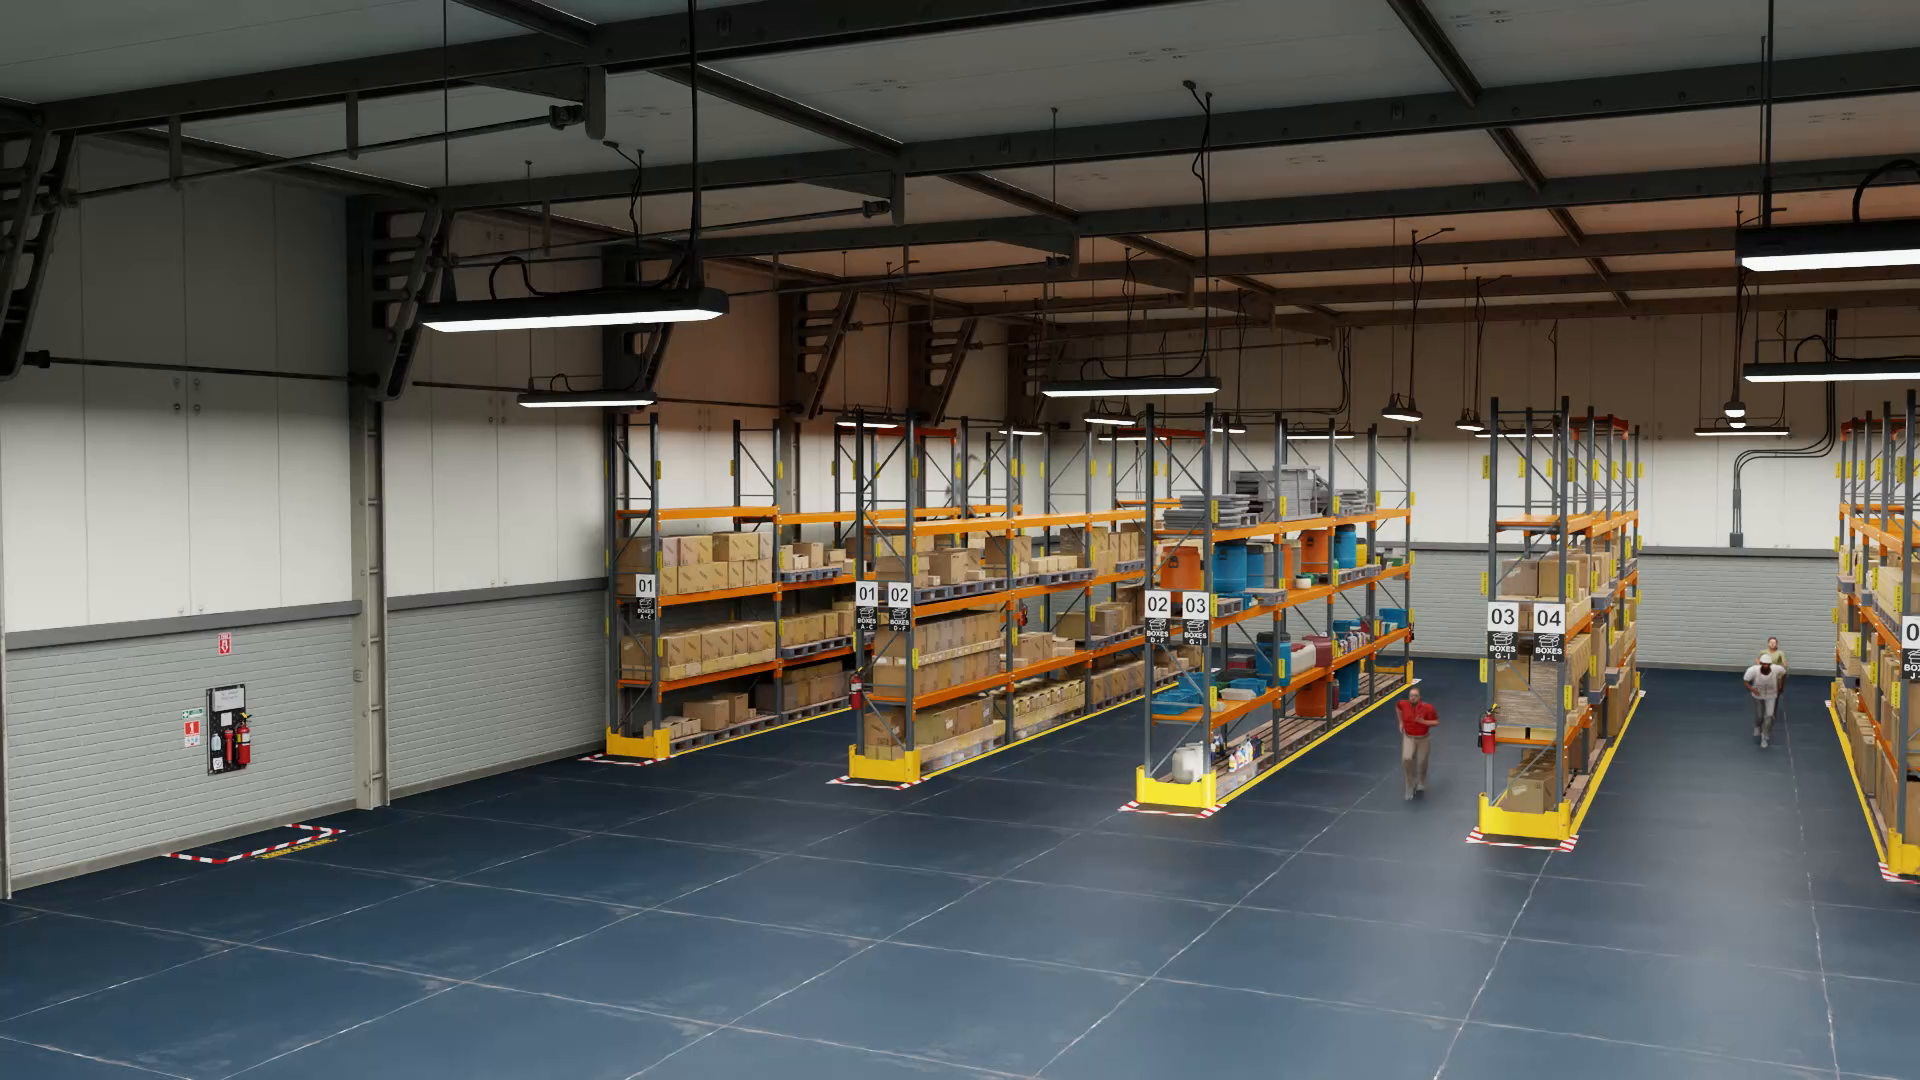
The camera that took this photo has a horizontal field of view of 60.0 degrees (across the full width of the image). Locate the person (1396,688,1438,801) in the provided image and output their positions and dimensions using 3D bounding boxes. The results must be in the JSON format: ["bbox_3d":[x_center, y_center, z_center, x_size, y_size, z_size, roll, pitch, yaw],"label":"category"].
[{"bbox_3d":[6.981,3.102,25.407,0.650,1.737,0.938,1,3,21],"label":"person"}]

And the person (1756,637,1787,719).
[{"bbox_3d":[16.215,2.767,33.236,0.553,1.665,0.663,1,3,23],"label":"person"}]

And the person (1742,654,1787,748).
[{"bbox_3d":[14.671,2.903,30.364,0.743,1.714,1.057,1,3,17],"label":"person"}]
